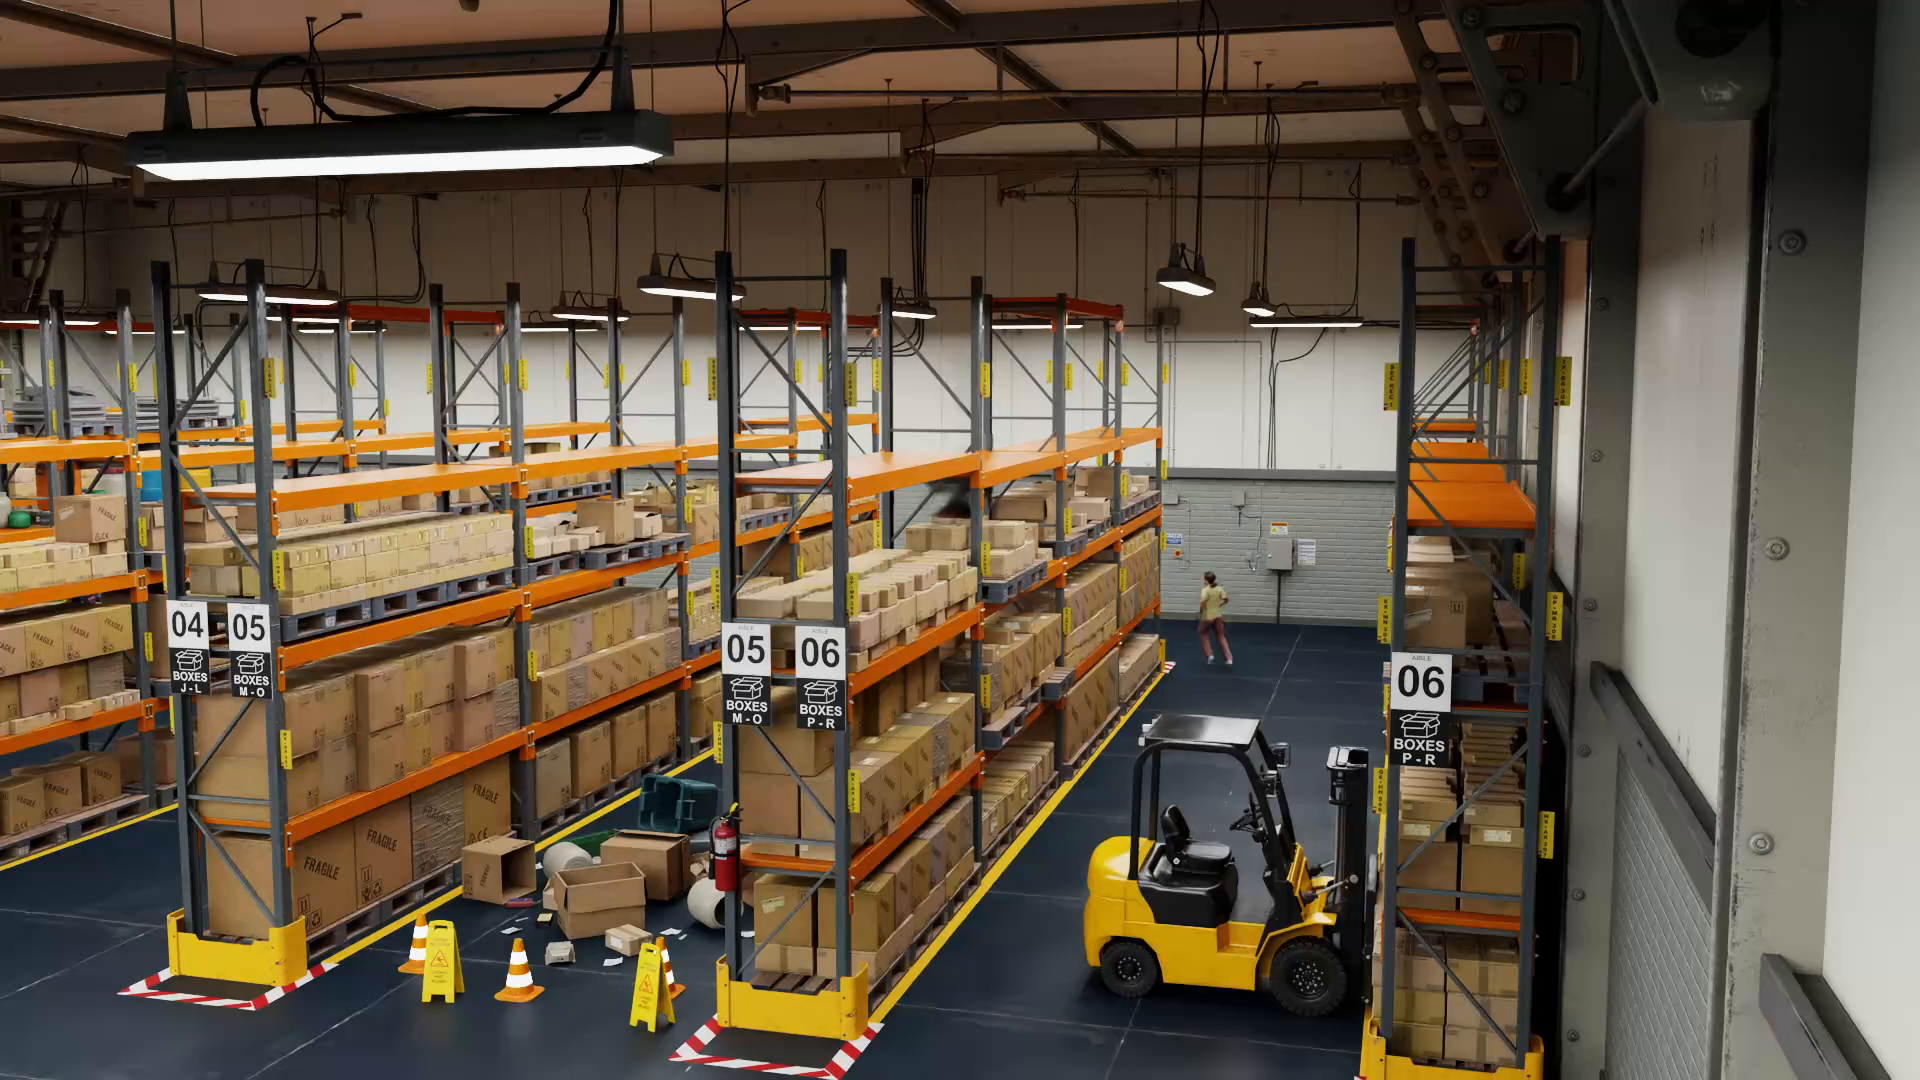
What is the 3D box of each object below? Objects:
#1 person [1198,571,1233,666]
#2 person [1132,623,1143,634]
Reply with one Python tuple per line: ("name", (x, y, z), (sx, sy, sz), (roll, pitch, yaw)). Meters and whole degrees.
("person", (4.272, 1.364, 28.294), (0.637, 1.681, 0.690), (-2, 6, -21))
("person", (2.987, 1.167, 30.426), (0.769, 1.624, 0.607), (0, 6, -5))
